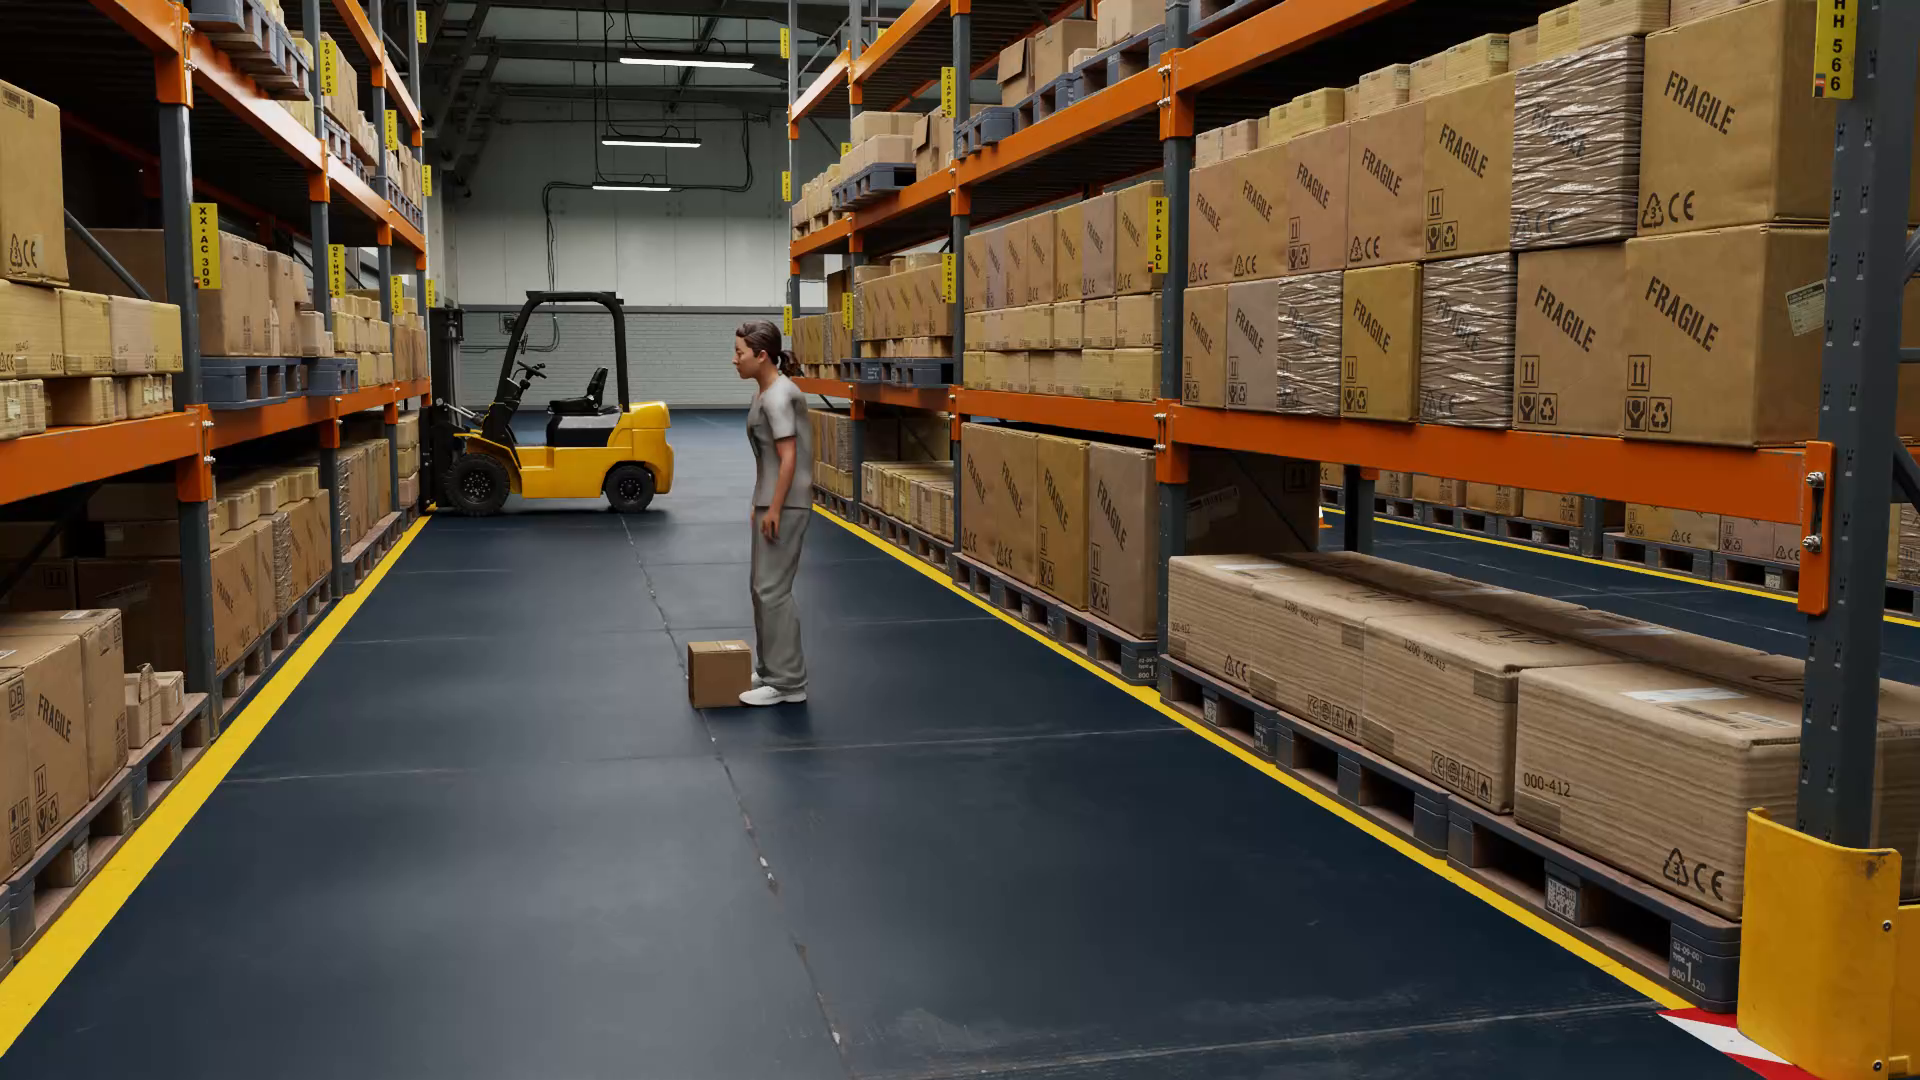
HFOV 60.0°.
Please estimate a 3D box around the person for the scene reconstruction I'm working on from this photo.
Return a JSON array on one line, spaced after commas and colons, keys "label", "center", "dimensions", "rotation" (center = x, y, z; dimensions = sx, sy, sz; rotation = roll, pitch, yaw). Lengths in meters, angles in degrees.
[{"label": "person", "center": [-0.822, -0.126, 7.308], "dimensions": [0.355, 1.673, 0.491], "rotation": [-2, 6, -14]}]
